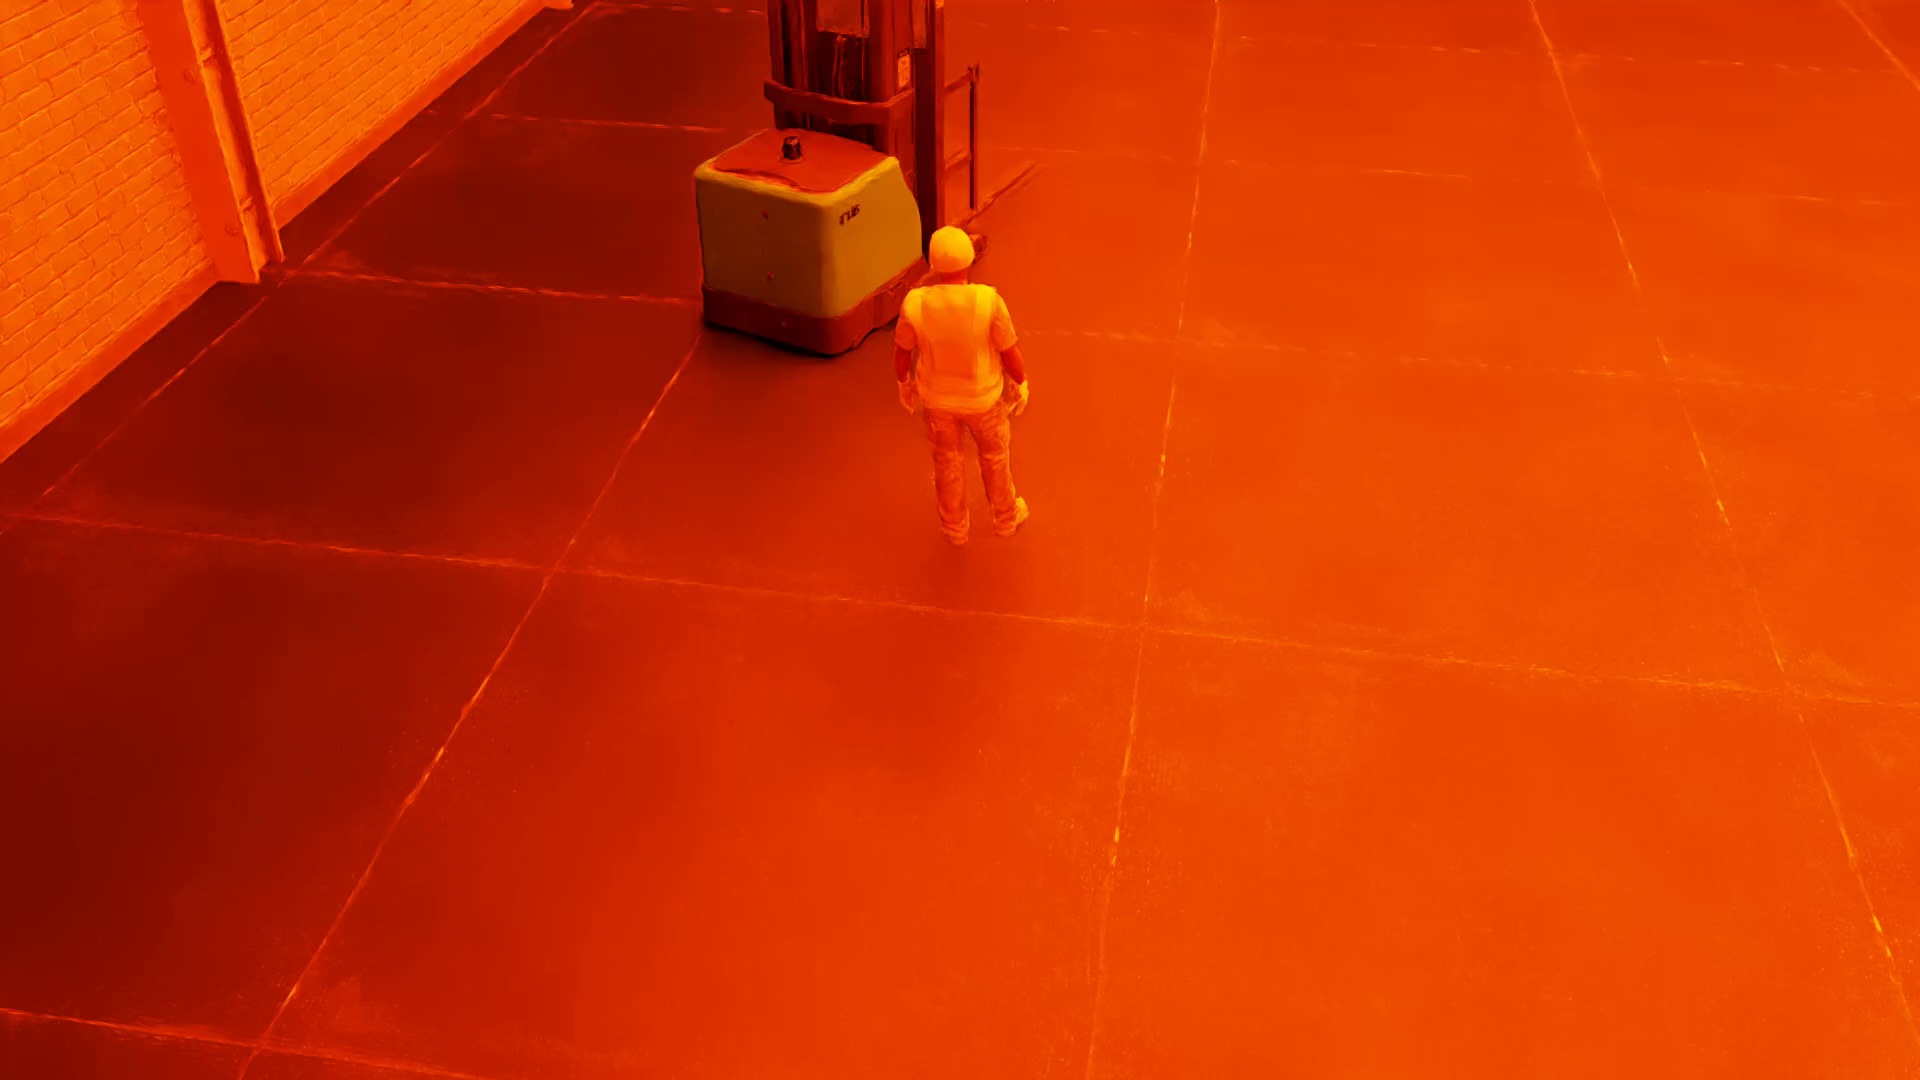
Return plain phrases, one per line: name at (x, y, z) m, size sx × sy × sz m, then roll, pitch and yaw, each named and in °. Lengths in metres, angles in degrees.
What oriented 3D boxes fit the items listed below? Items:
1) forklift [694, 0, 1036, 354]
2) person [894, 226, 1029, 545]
forklift at (-0.471, -3.169, 10.684) m, size 1.130 × 2.935 × 3.031 m, roll 18°, pitch 39°, yaw 24°
person at (0.019, -0.776, 8.256) m, size 0.655 × 1.782 × 0.576 m, roll 5°, pitch 35°, yaw 8°
